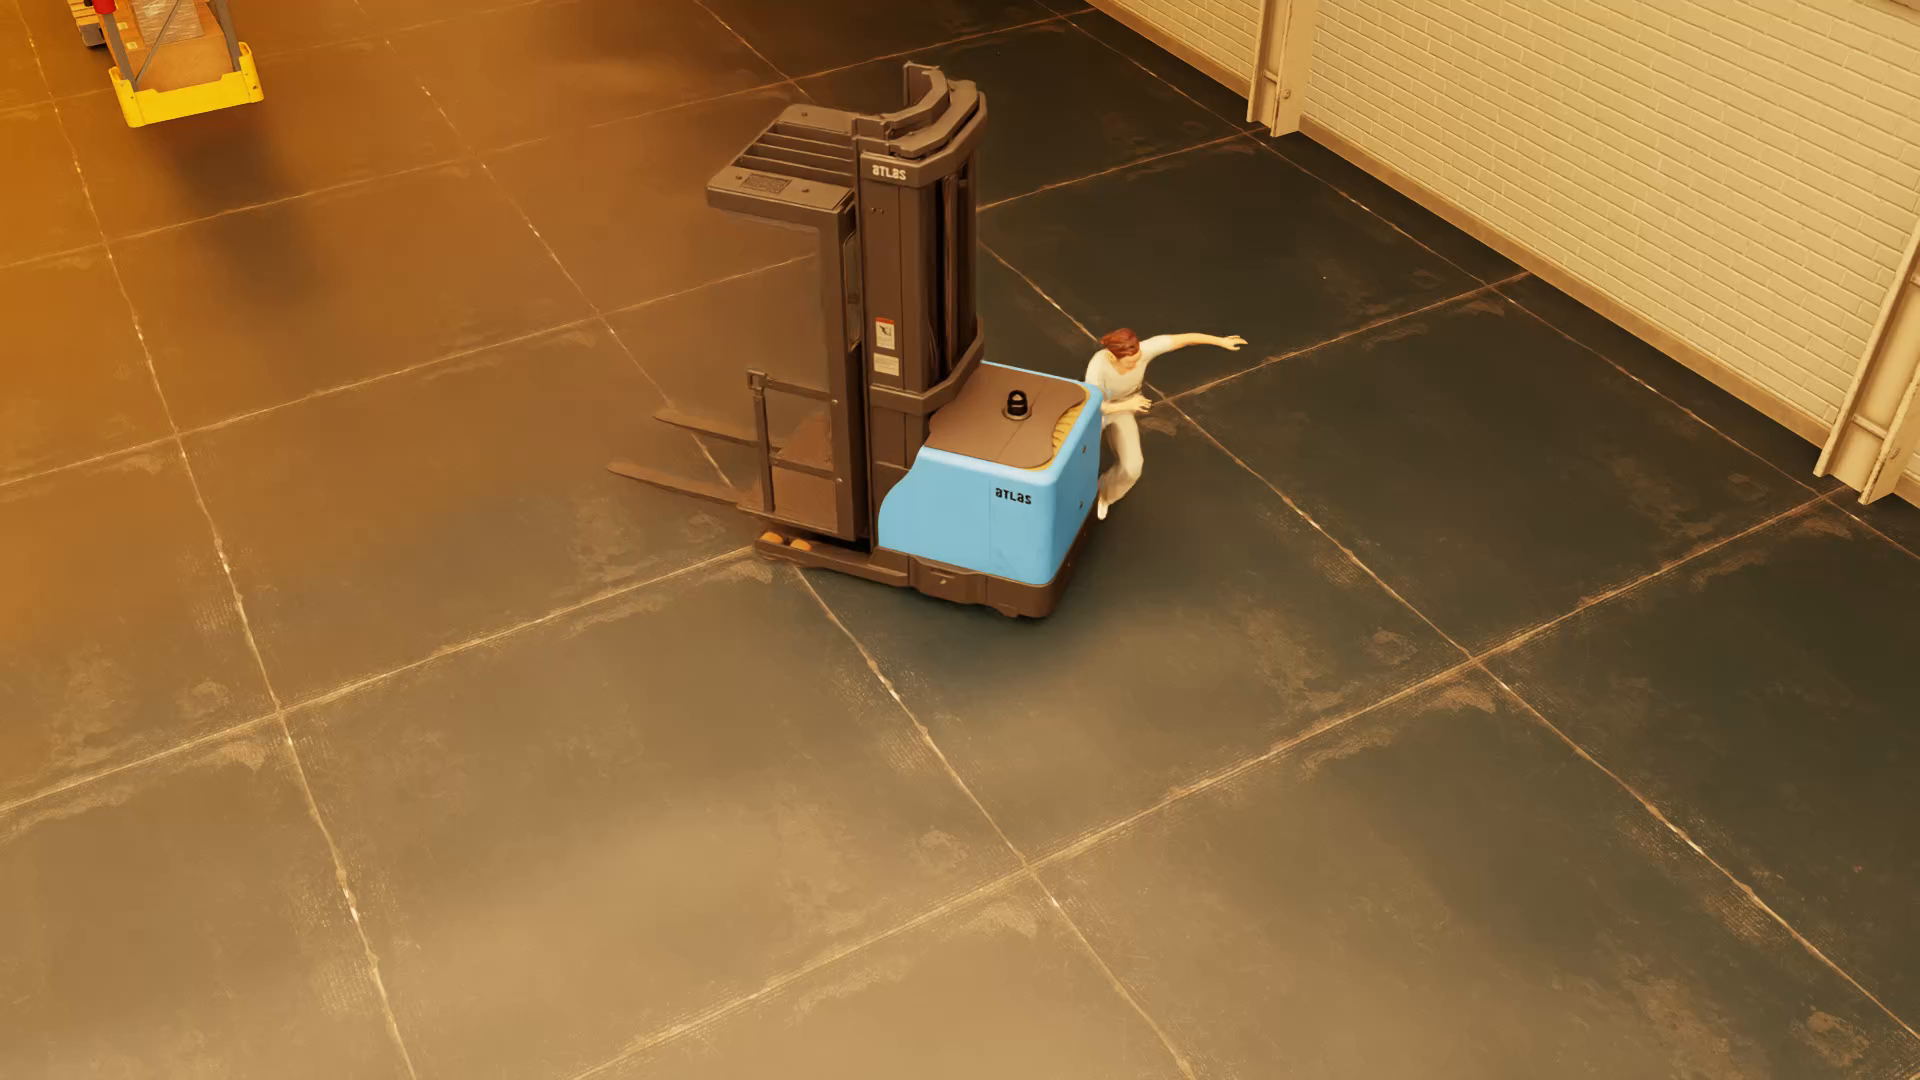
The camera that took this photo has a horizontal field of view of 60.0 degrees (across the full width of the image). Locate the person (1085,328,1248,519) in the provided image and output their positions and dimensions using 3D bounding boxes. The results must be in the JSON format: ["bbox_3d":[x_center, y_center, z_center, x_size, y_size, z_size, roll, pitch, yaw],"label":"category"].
[{"bbox_3d":[1.033,-0.687,10.121,1.455,1.353,0.700,-10,41,-11],"label":"person"}]

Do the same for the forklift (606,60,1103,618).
[{"bbox_3d":[-0.716,-1.262,9.558,3.031,2.935,1.130,14,42,16],"label":"forklift"}]
